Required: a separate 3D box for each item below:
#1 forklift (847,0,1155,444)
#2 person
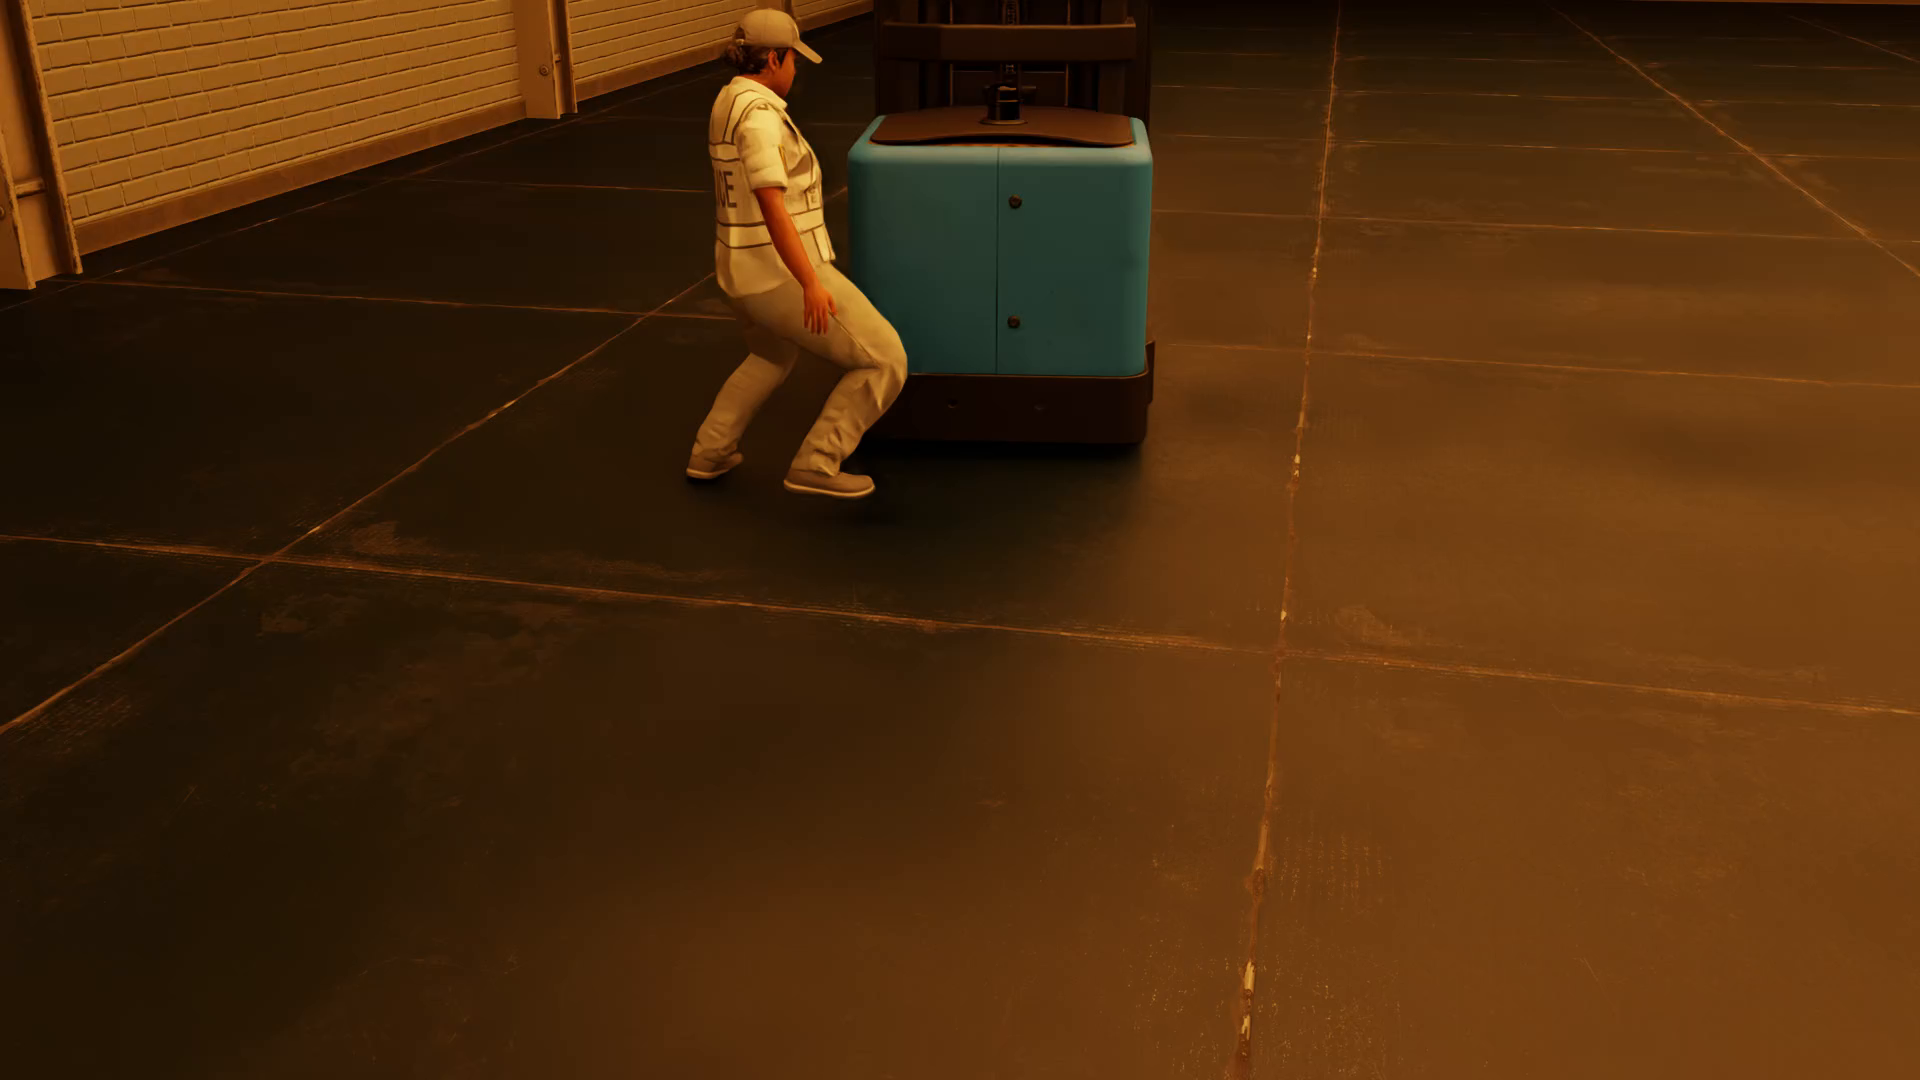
[{"bbox_3d":[0.224,-2.203,6.670,1.130,2.935,3.031,1,22,4],"label":"forklift"},{"bbox_3d":[-0.563,-0.867,5.270,0.626,1.559,0.878,-7,23,-18],"label":"person"}]
